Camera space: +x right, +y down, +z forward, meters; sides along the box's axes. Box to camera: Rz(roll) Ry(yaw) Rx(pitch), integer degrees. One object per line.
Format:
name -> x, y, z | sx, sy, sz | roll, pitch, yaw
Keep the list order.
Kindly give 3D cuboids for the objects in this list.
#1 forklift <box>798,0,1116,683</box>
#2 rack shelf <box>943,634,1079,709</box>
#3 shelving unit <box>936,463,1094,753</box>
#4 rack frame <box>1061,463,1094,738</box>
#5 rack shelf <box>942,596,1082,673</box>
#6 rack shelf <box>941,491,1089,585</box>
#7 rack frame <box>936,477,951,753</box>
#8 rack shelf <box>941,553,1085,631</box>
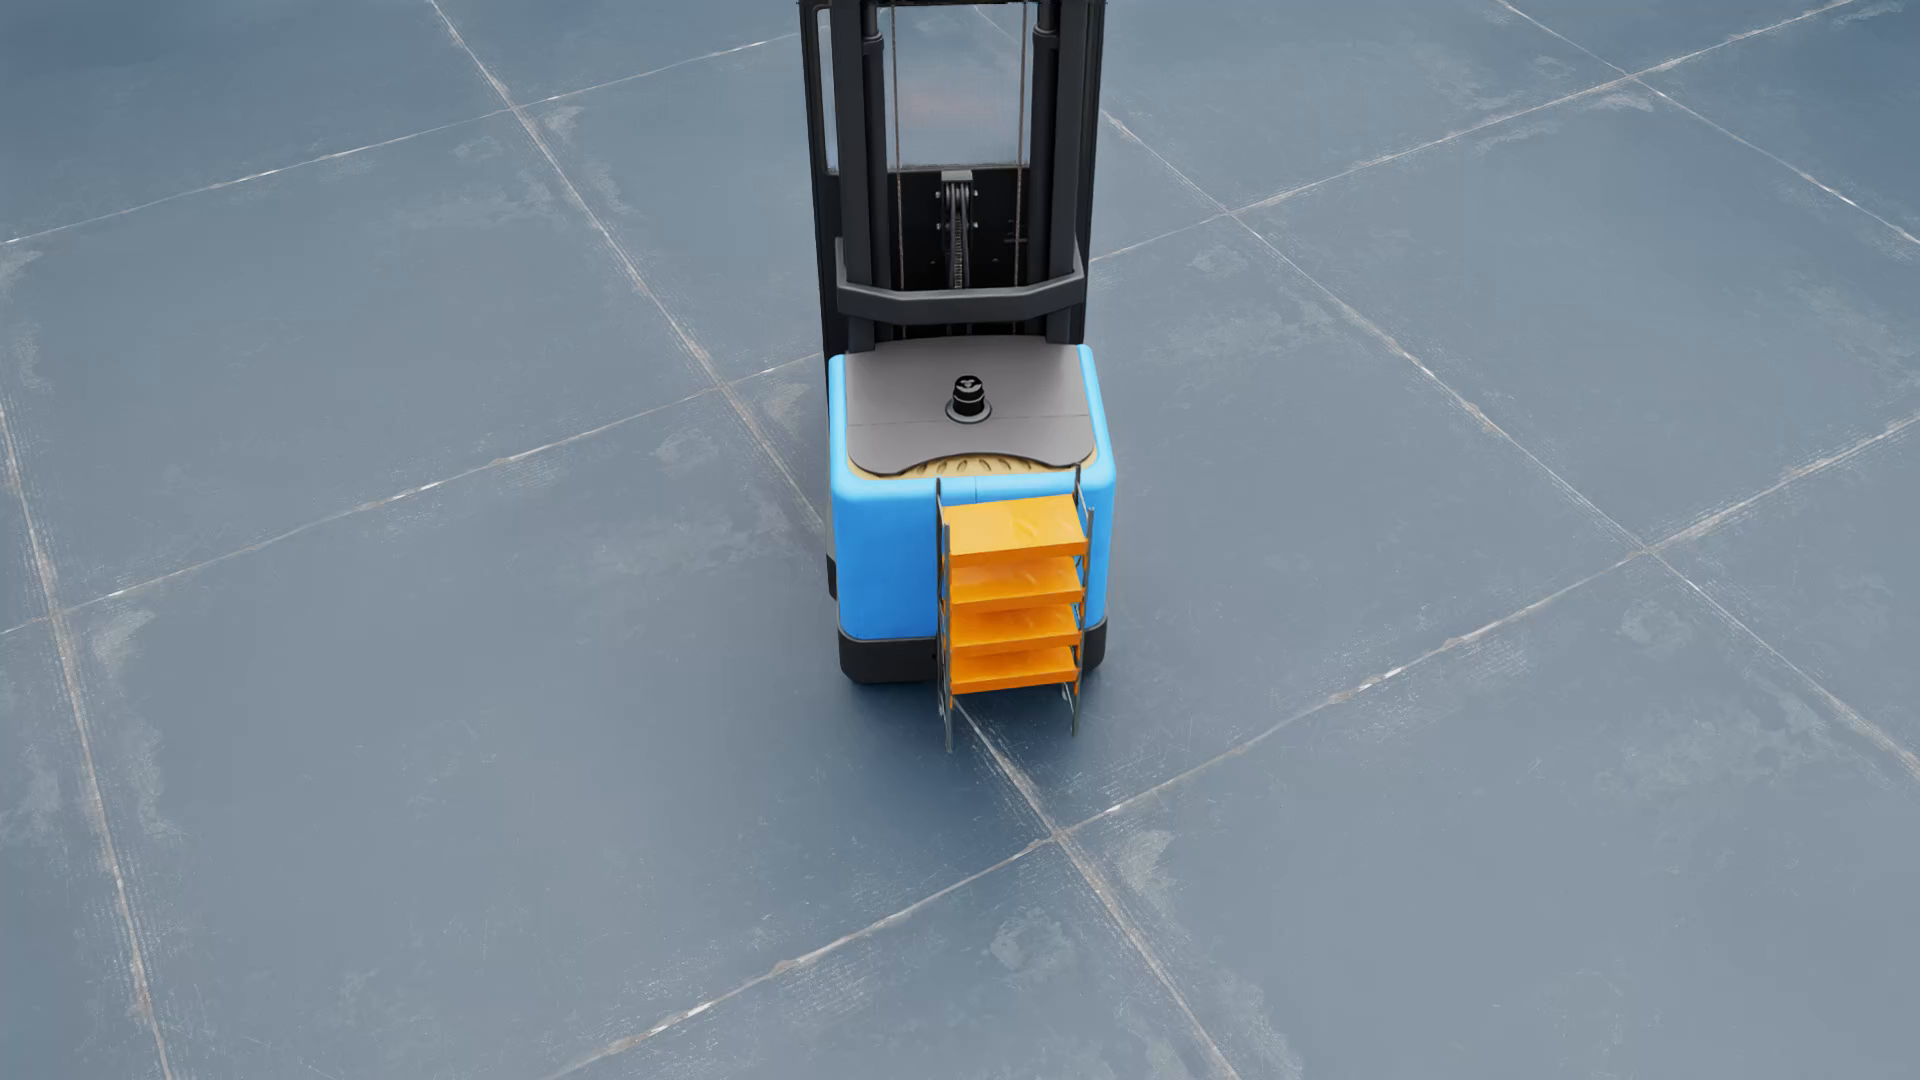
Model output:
forklift -> -0.045, -1.512, 6.632 | 1.130, 2.935, 3.031 | -3, 44, -3
rack shelf -> 0.183, 0.463, 6.222 | 0.480, 0.148, 0.258 | -6, 44, -6
shelving unit -> 0.183, 0.273, 6.037 | 0.503, 1.200, 0.258 | -6, 44, -6
rack frame -> 0.424, 0.248, 6.063 | 0.015, 1.200, 0.240 | -6, 44, -6
rack shelf -> 0.183, 0.321, 6.084 | 0.480, 0.148, 0.258 | -6, 44, -6
rack shelf -> 0.183, -0.009, 5.763 | 0.480, 0.148, 0.258 | -6, 44, -6
rack frame -> -0.059, 0.298, 6.011 | 0.015, 1.200, 0.240 | -6, 44, -6
rack shelf -> 0.183, 0.160, 5.928 | 0.480, 0.148, 0.258 | -6, 44, -6
